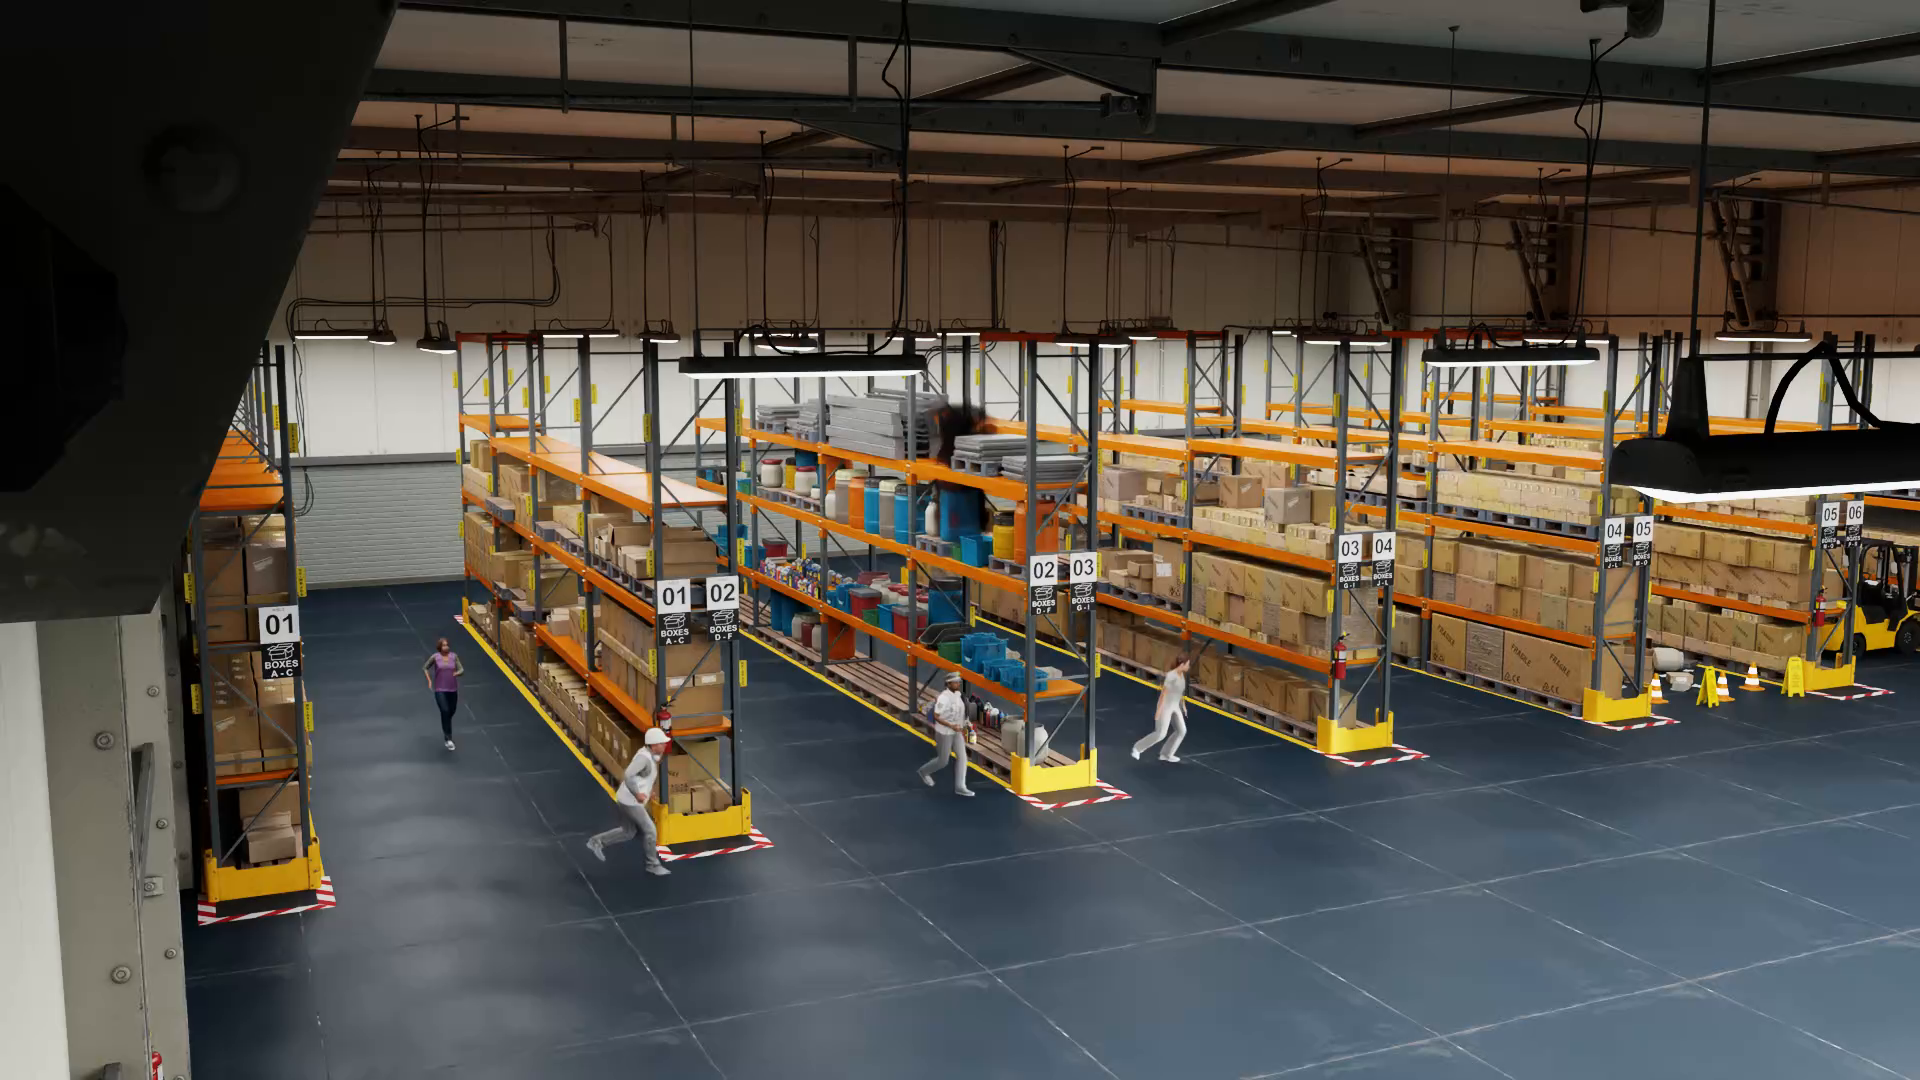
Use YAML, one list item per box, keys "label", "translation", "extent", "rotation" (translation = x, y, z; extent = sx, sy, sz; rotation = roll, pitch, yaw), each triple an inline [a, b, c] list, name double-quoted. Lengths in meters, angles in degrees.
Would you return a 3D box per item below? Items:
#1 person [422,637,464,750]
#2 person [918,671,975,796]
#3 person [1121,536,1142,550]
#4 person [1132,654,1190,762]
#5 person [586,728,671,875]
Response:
- label: "person"
  translation: [-7.592, 2.222, 24.519]
  extent: [0.546, 1.593, 0.887]
  rotation: [-5, 9, -32]
- label: "person"
  translation: [-0.181, 2.535, 22.031]
  extent: [0.883, 1.660, 0.591]
  rotation: [6, 10, 38]
- label: "person"
  translation: [4.353, -0.188, 42.199]
  extent: [0.825, 1.734, 0.581]
  rotation: [-4, 9, -30]
- label: "person"
  translation: [2.859, 2.378, 23.612]
  extent: [0.706, 1.573, 0.760]
  rotation: [6, 10, 37]
- label: "person"
  translation: [-3.768, 2.981, 18.835]
  extent: [1.003, 1.734, 0.678]
  rotation: [1, 8, 5]
